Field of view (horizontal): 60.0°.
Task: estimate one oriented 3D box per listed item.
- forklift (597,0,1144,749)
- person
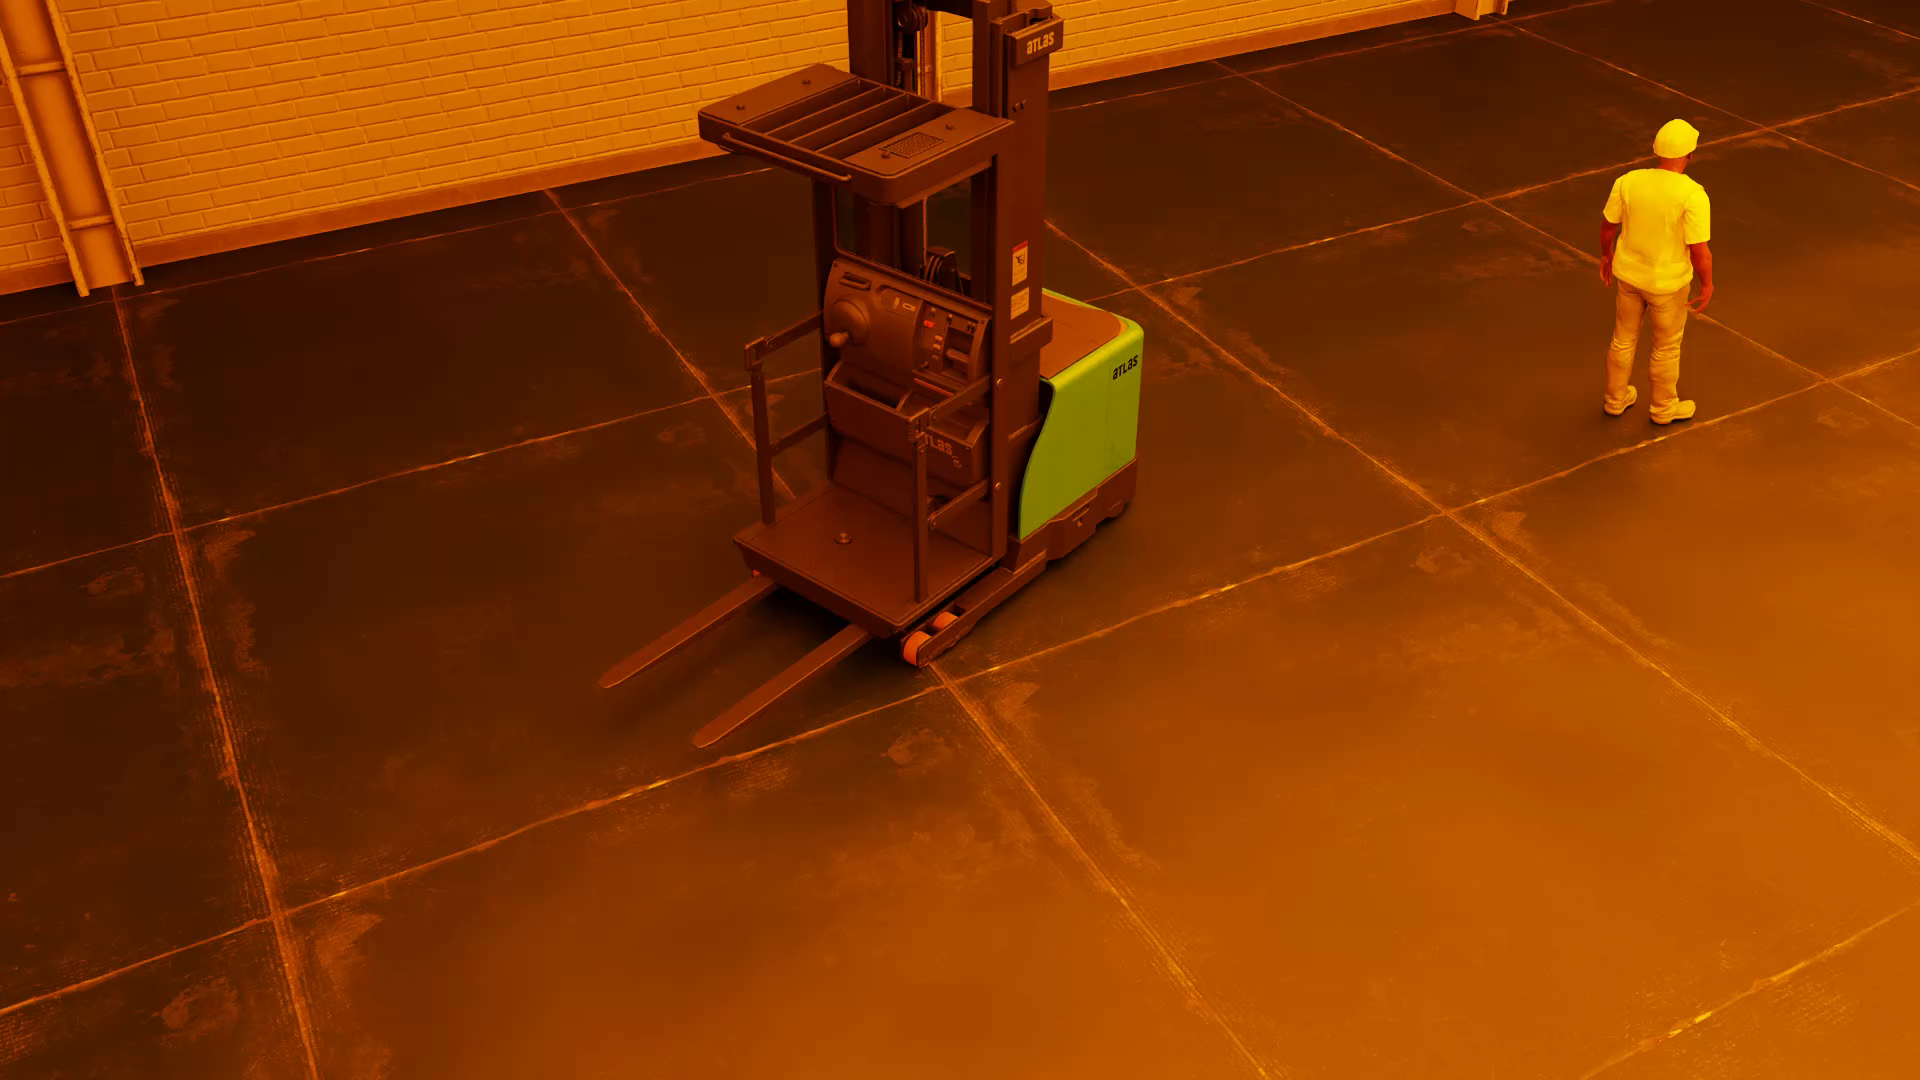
[{"bbox_3d":[-0.390,-0.927,7.434,1.130,2.935,3.031,26,43,31],"label":"forklift"},{"bbox_3d":[3.887,-1.496,9.236,0.576,1.766,0.666,-26,43,-31],"label":"person"}]
